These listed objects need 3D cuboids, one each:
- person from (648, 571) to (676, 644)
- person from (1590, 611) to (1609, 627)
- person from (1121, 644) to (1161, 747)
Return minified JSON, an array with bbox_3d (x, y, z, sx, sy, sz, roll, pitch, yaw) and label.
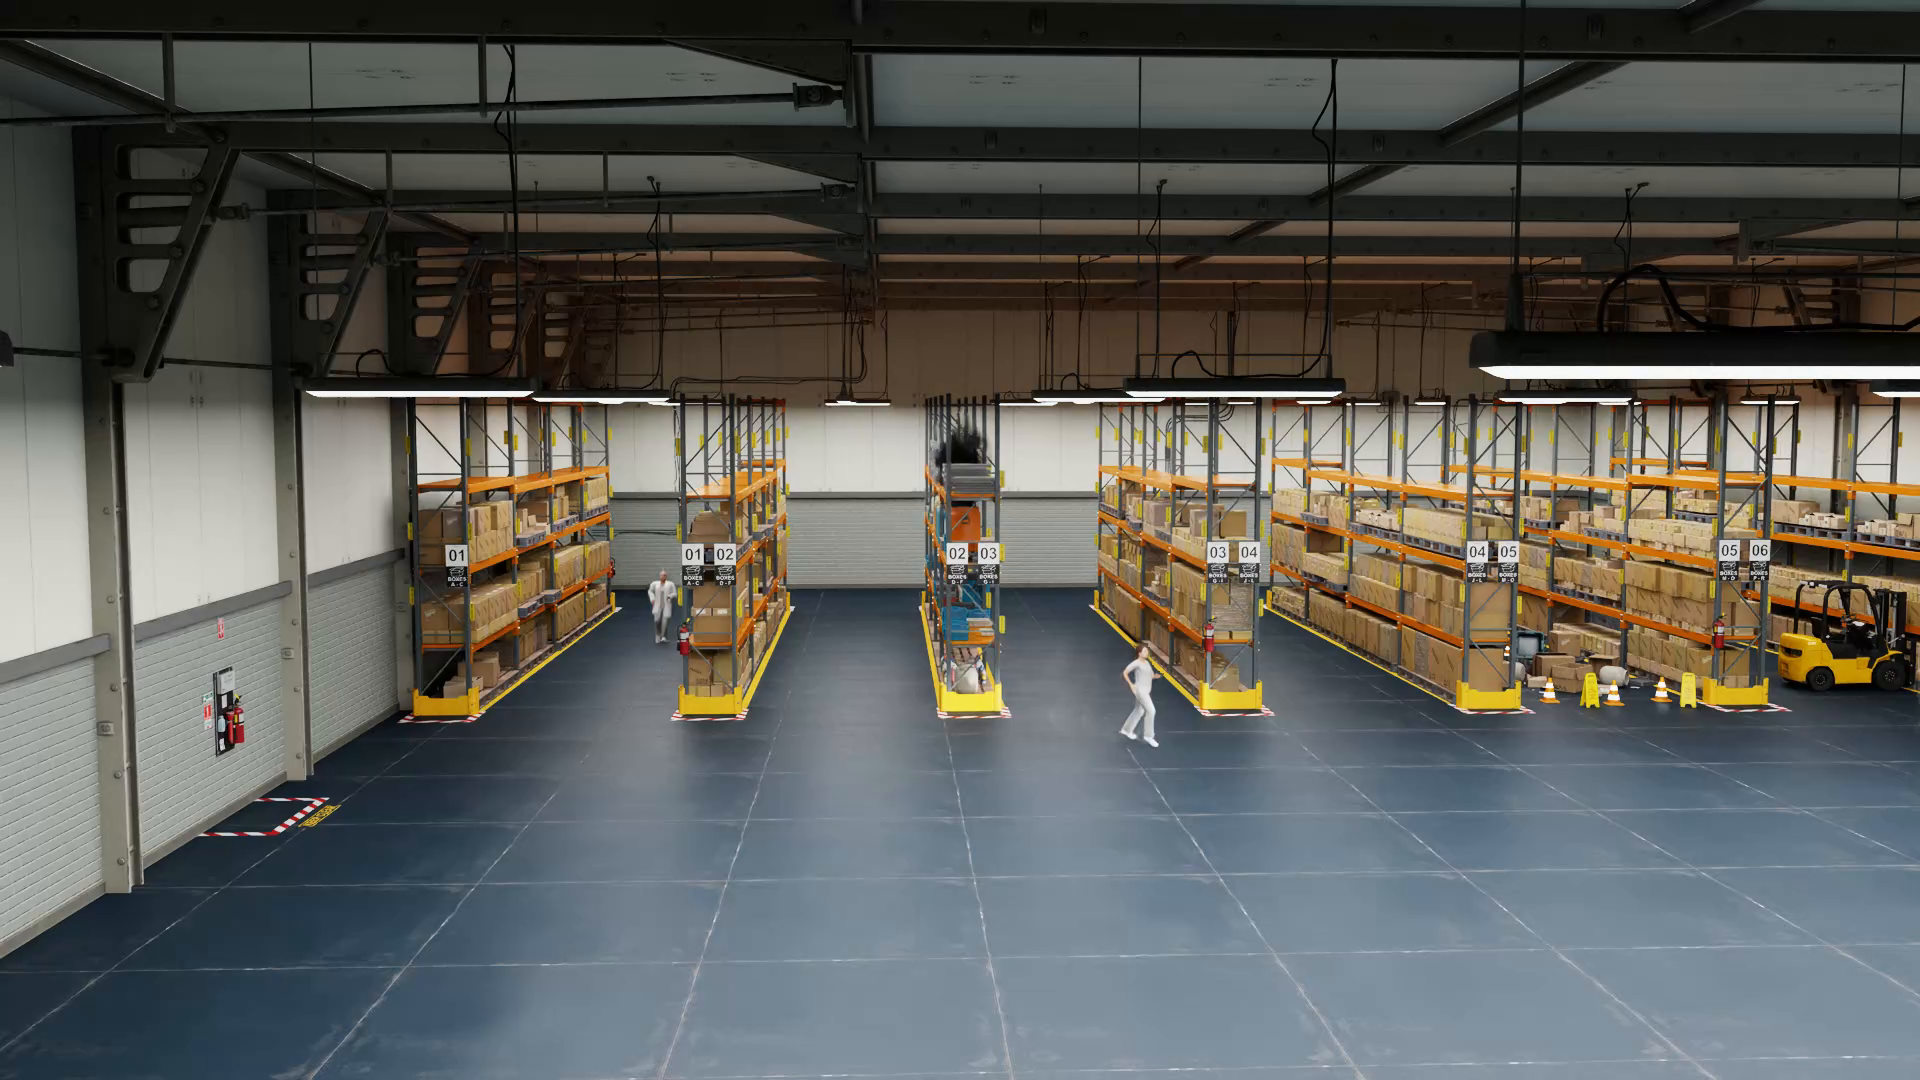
[{"bbox_3d":[-7.257,1.691,40.522,0.680,1.690,0.745,-1,5,-8],"label":"person"},{"bbox_3d":[16.227,1.638,42.287,0.575,1.529,0.622,-1,5,-10],"label":"person"},{"bbox_3d":[3.083,2.638,28.416,0.772,1.723,0.537,3,5,29],"label":"person"}]
